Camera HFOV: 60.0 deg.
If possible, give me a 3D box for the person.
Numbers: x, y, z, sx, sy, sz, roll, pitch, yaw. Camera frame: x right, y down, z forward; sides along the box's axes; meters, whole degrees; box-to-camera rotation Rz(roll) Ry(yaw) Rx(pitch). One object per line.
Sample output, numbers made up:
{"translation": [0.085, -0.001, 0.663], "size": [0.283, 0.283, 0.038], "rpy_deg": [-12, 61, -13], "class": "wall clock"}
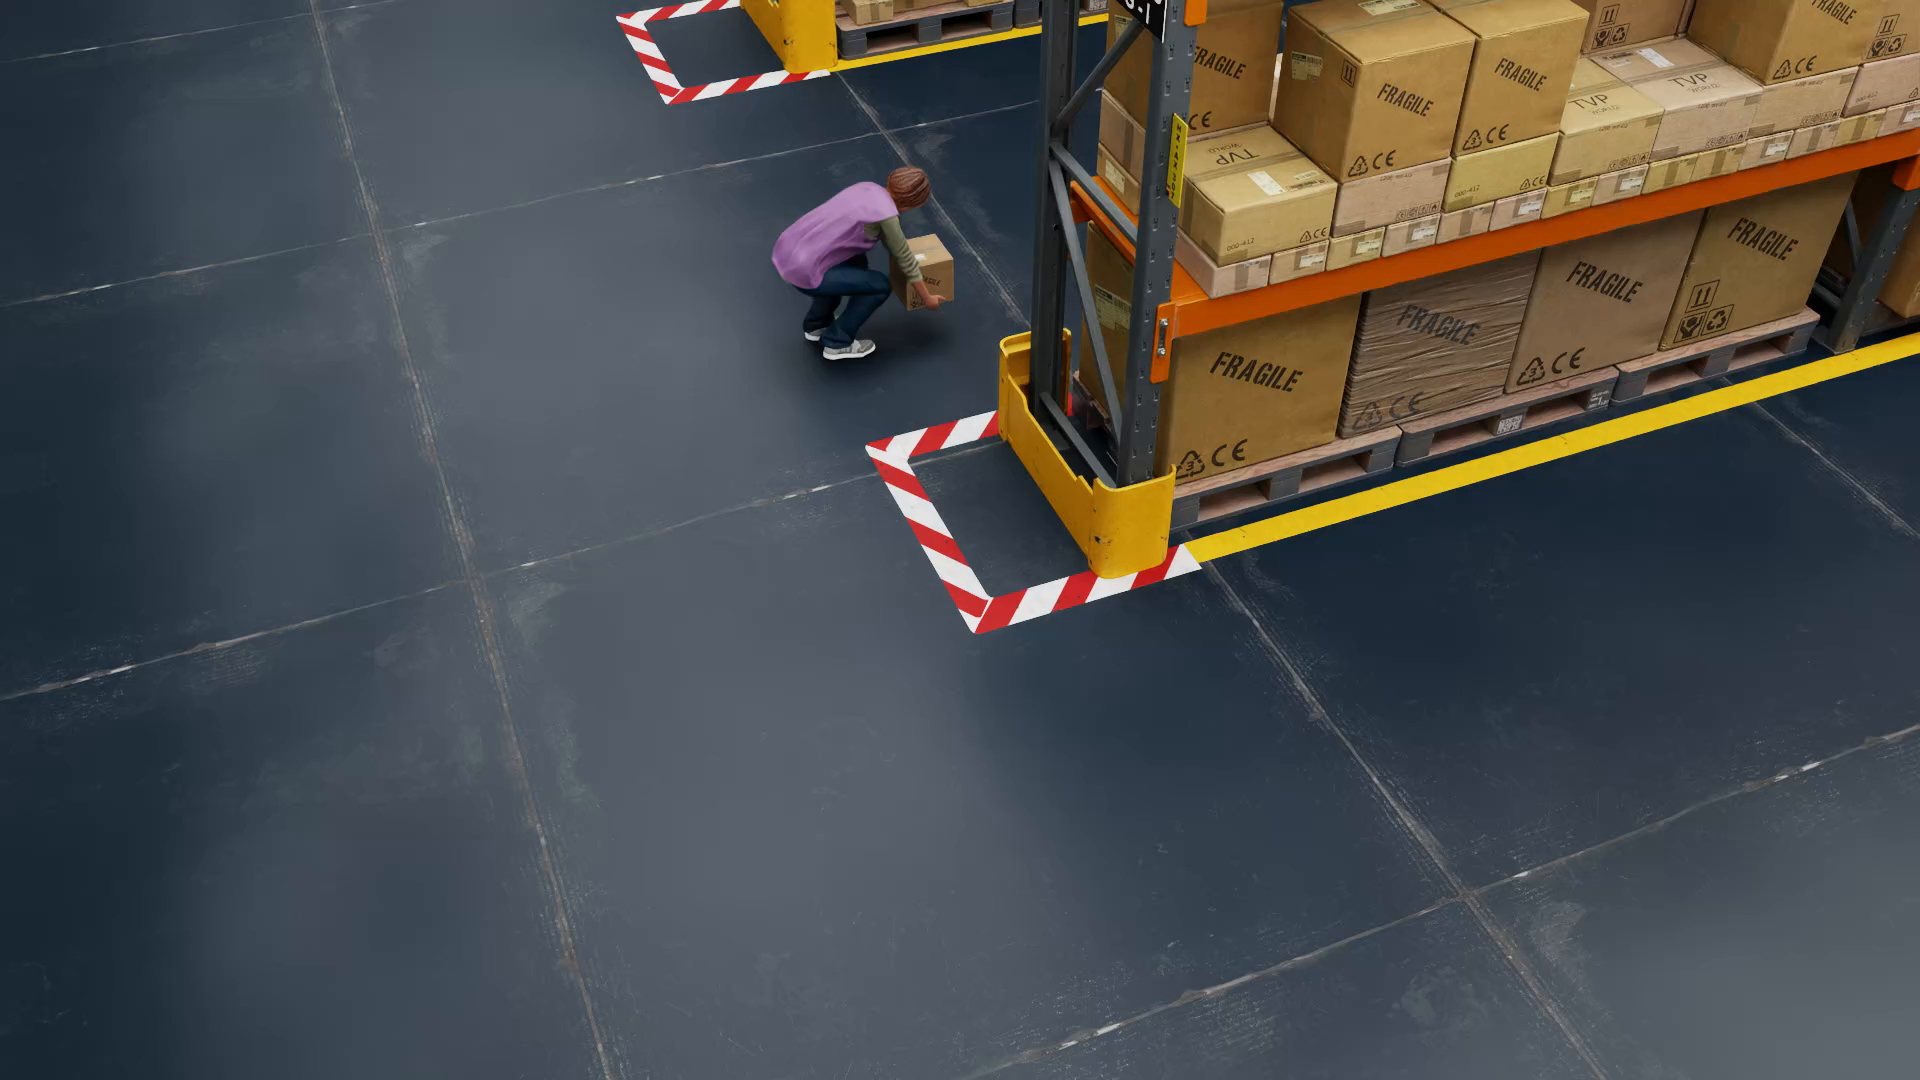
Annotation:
{"translation": [-0.512, -1.355, 8.176], "size": [0.841, 0.900, 0.423], "rpy_deg": [-17, 45, -18], "class": "person"}
